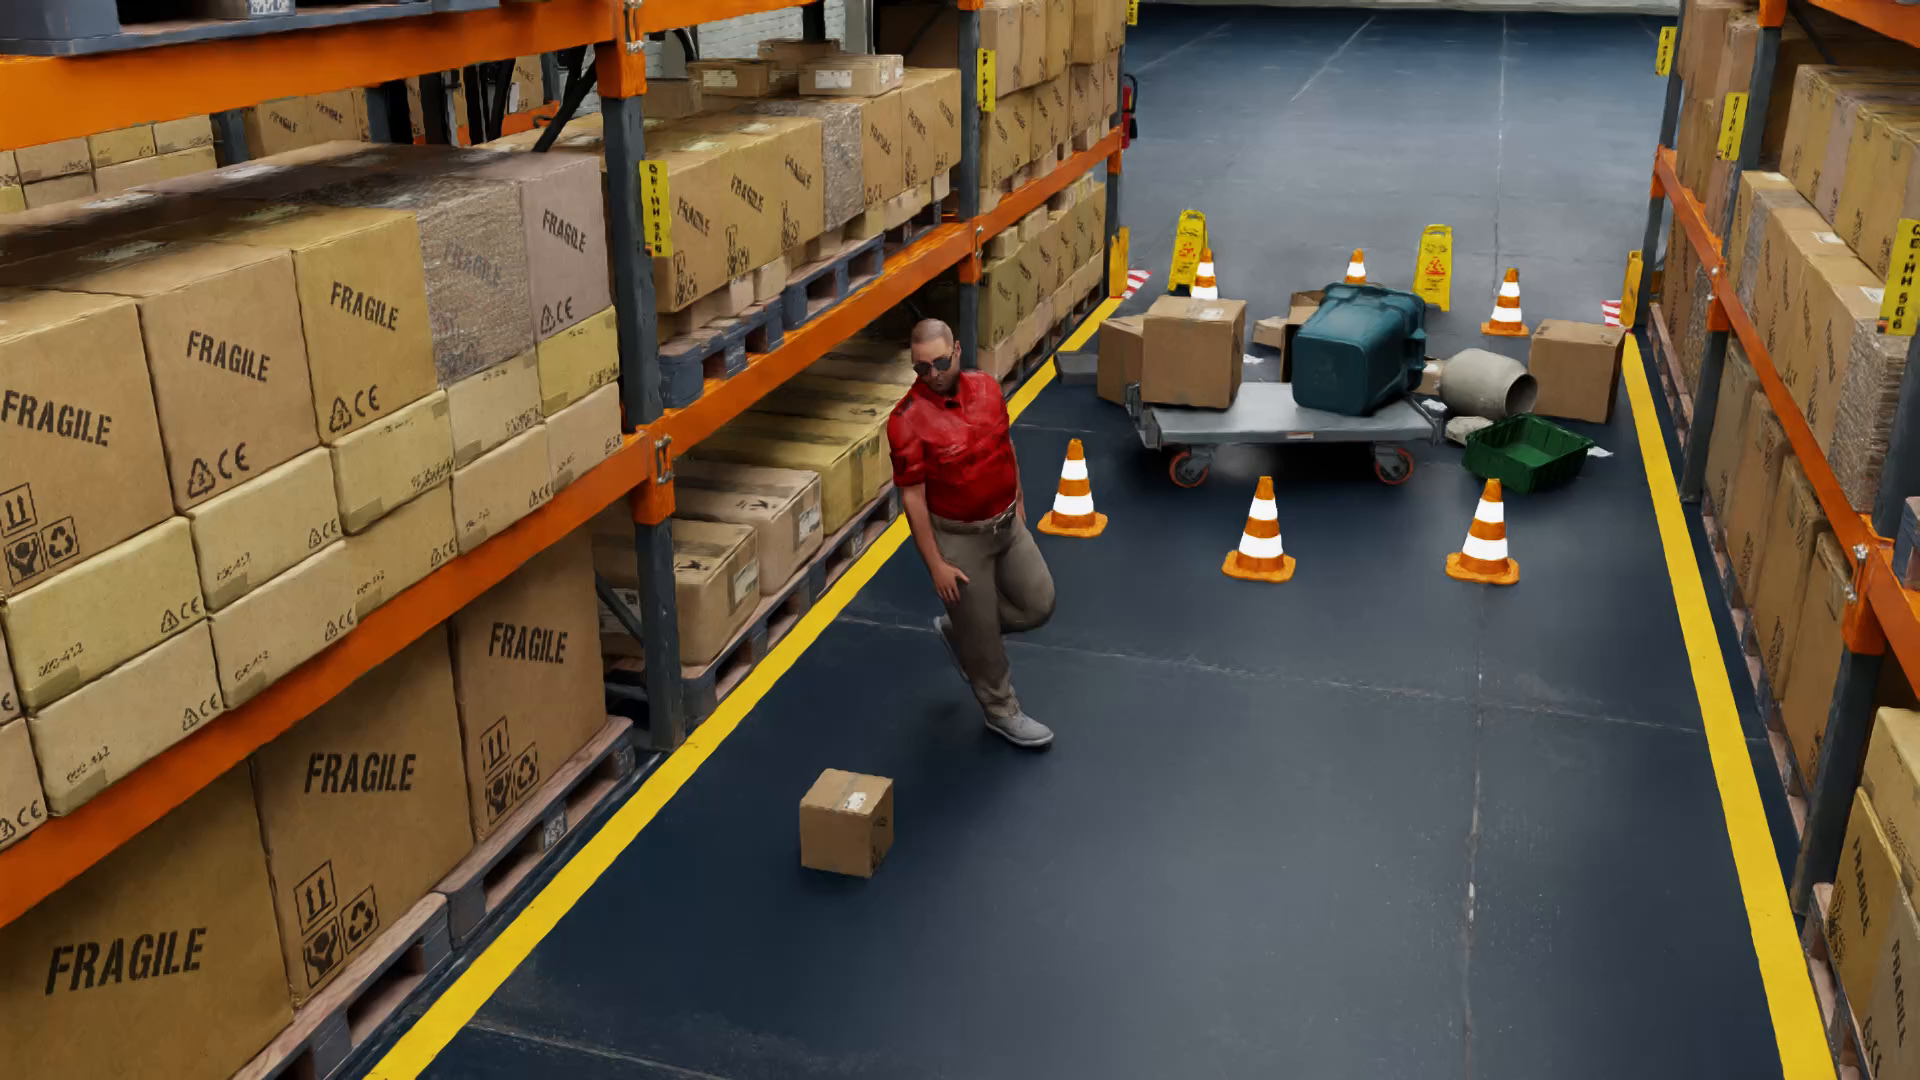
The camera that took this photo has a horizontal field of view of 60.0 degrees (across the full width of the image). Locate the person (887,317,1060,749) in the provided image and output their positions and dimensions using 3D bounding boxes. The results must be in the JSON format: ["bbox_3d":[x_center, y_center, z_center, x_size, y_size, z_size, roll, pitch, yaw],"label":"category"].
[{"bbox_3d":[0.052,-0.016,6.168,0.587,1.689,0.652,18,28,38],"label":"person"}]
